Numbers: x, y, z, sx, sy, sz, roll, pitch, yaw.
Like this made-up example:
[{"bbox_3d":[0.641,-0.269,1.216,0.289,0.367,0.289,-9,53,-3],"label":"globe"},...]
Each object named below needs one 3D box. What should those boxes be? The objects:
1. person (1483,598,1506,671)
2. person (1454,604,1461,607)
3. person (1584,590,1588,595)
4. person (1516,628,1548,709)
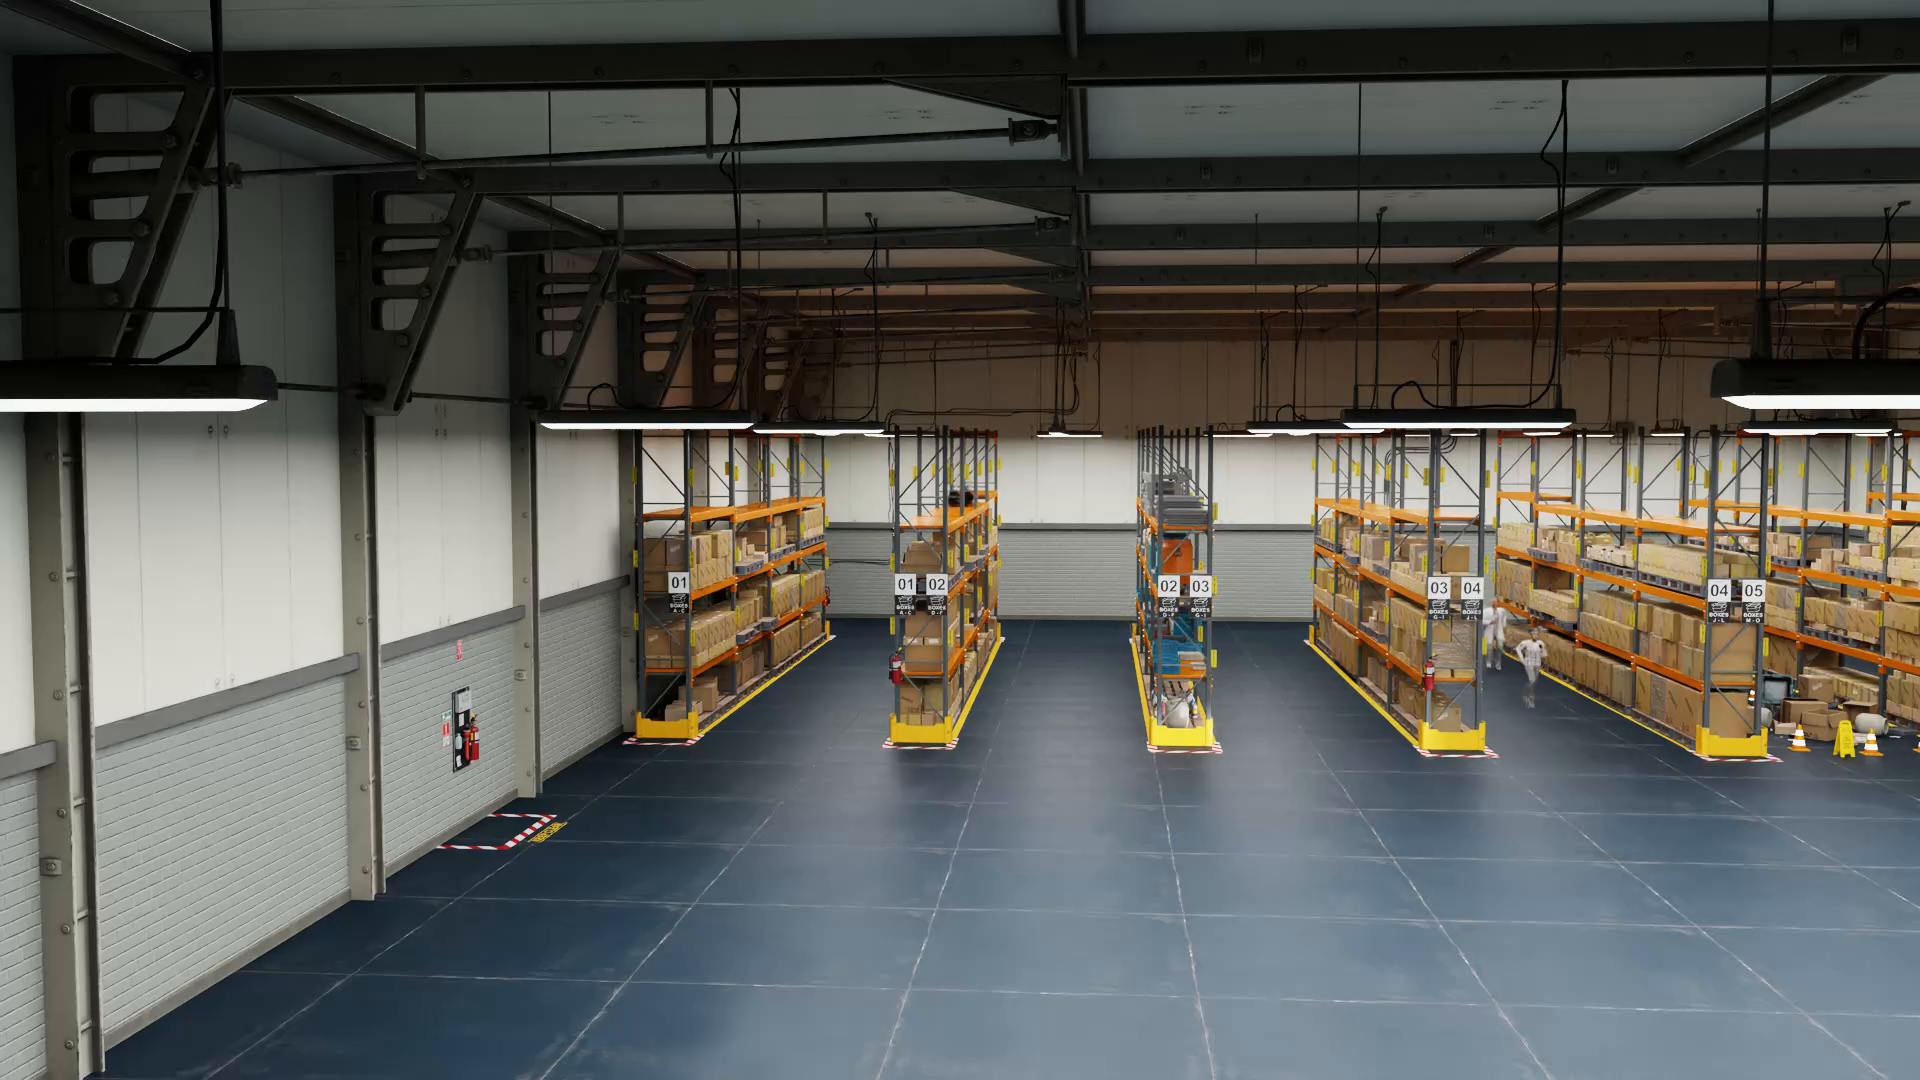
[{"bbox_3d":[13.290,2.356,41.408,0.699,1.840,0.813,0,3,5],"label":"person"},{"bbox_3d":[13.883,2.104,46.544,0.562,1.618,0.568,1,4,22],"label":"person"},{"bbox_3d":[16.746,2.197,44.334,0.686,1.722,0.589,0,3,2],"label":"person"},{"bbox_3d":[12.323,2.741,35.820,0.589,1.742,0.796,0,3,-7],"label":"person"}]
